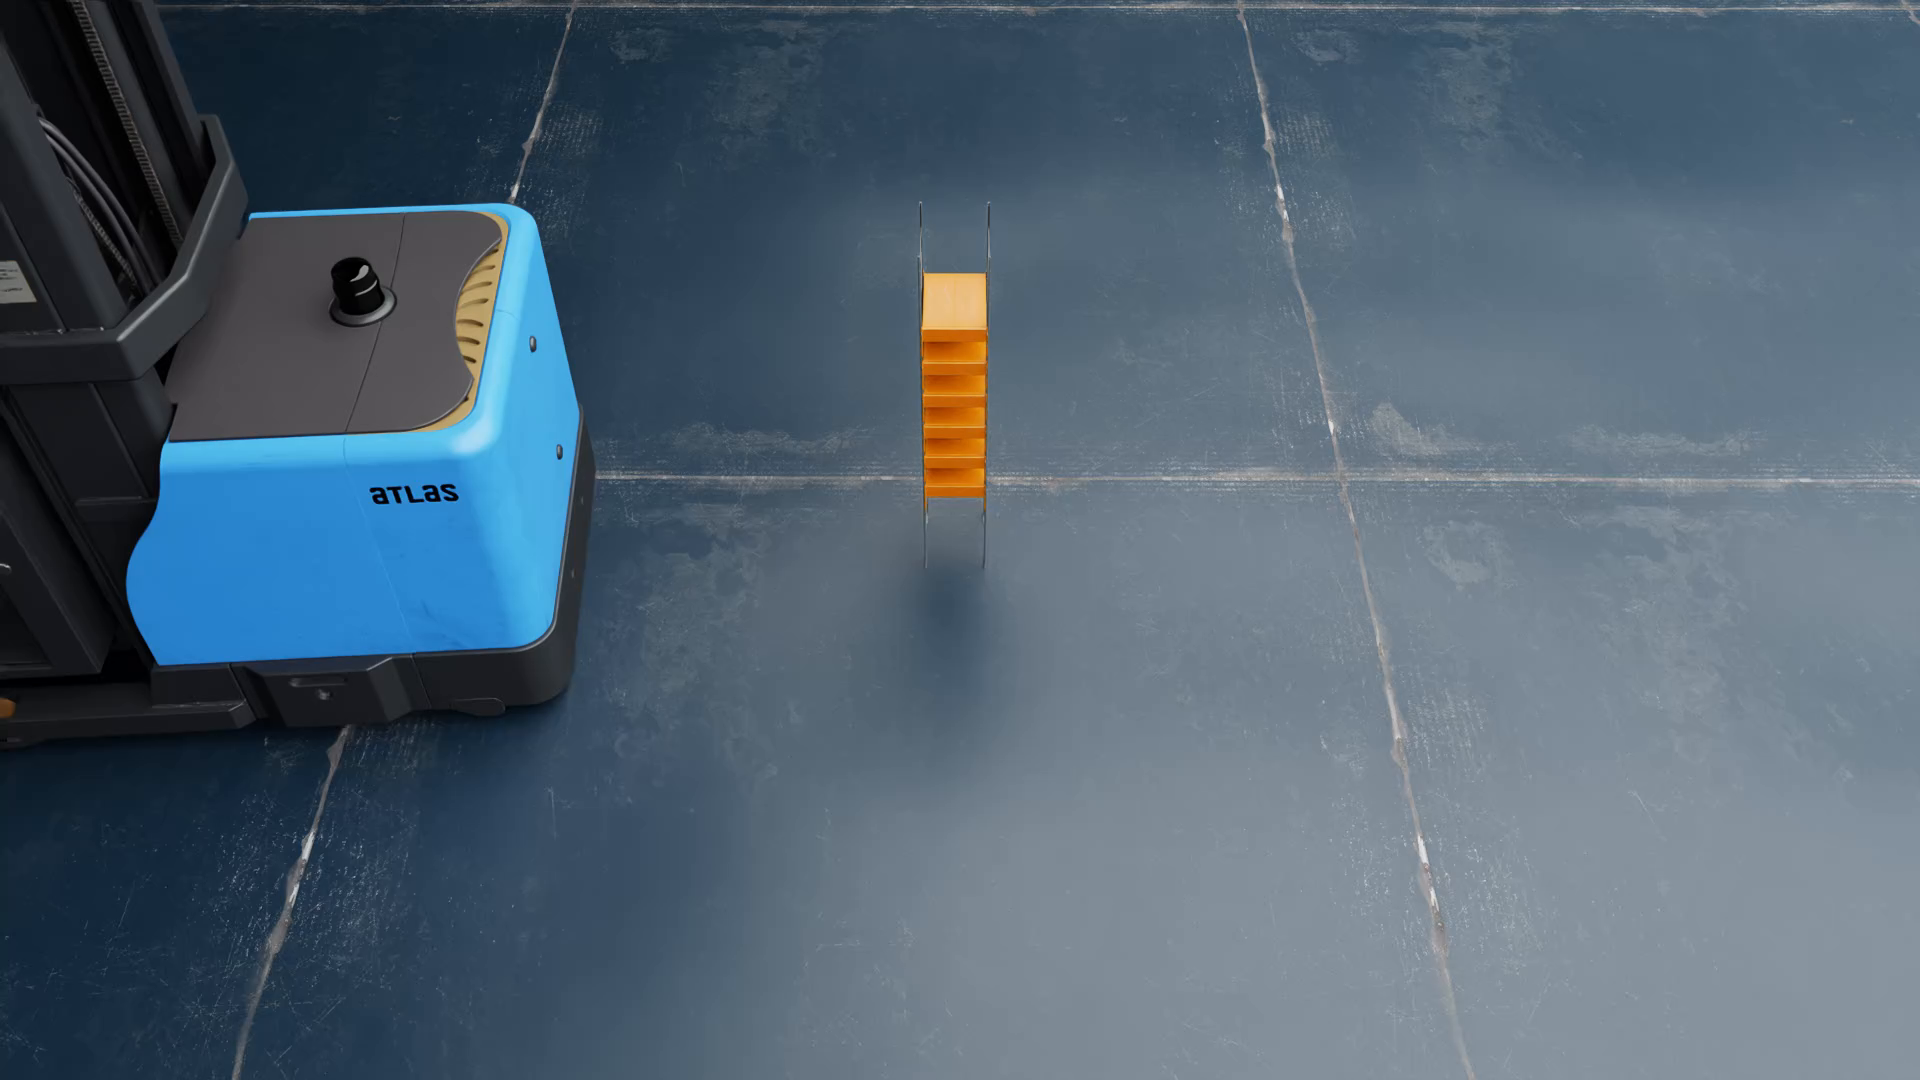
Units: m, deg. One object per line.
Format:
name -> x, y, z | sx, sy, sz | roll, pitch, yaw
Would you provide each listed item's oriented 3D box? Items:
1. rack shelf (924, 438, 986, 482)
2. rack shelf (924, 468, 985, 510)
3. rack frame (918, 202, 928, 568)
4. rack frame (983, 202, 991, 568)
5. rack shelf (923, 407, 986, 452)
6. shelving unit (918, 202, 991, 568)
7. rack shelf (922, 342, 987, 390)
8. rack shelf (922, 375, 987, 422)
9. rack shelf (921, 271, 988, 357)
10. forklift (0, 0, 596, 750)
rack shelf -> -0.014, -0.297, 4.931 | 0.180, 0.103, 0.258 | 0, 47, 0
rack shelf -> -0.014, -0.215, 5.019 | 0.180, 0.103, 0.258 | 0, 47, 0
rack frame -> -0.106, -0.409, 4.811 | 0.006, 1.200, 0.240 | 0, 47, 0
rack frame -> 0.077, -0.409, 4.811 | 0.006, 1.200, 0.240 | 0, 47, 0
rack shelf -> -0.014, -0.379, 4.843 | 0.180, 0.103, 0.258 | 0, 47, 0
shelving unit -> -0.014, -0.409, 4.811 | 0.189, 1.200, 0.258 | 0, 47, 0
rack shelf -> -0.014, -0.542, 4.668 | 0.180, 0.103, 0.258 | 0, 47, 0
rack shelf -> -0.014, -0.460, 4.756 | 0.180, 0.103, 0.258 | 0, 47, 0
rack shelf -> -0.014, -0.624, 4.580 | 0.180, 0.103, 0.258 | 0, 47, 0
forklift -> -2.658, -0.798, 3.990 | 3.031, 2.935, 1.130 | -3, 47, -3
